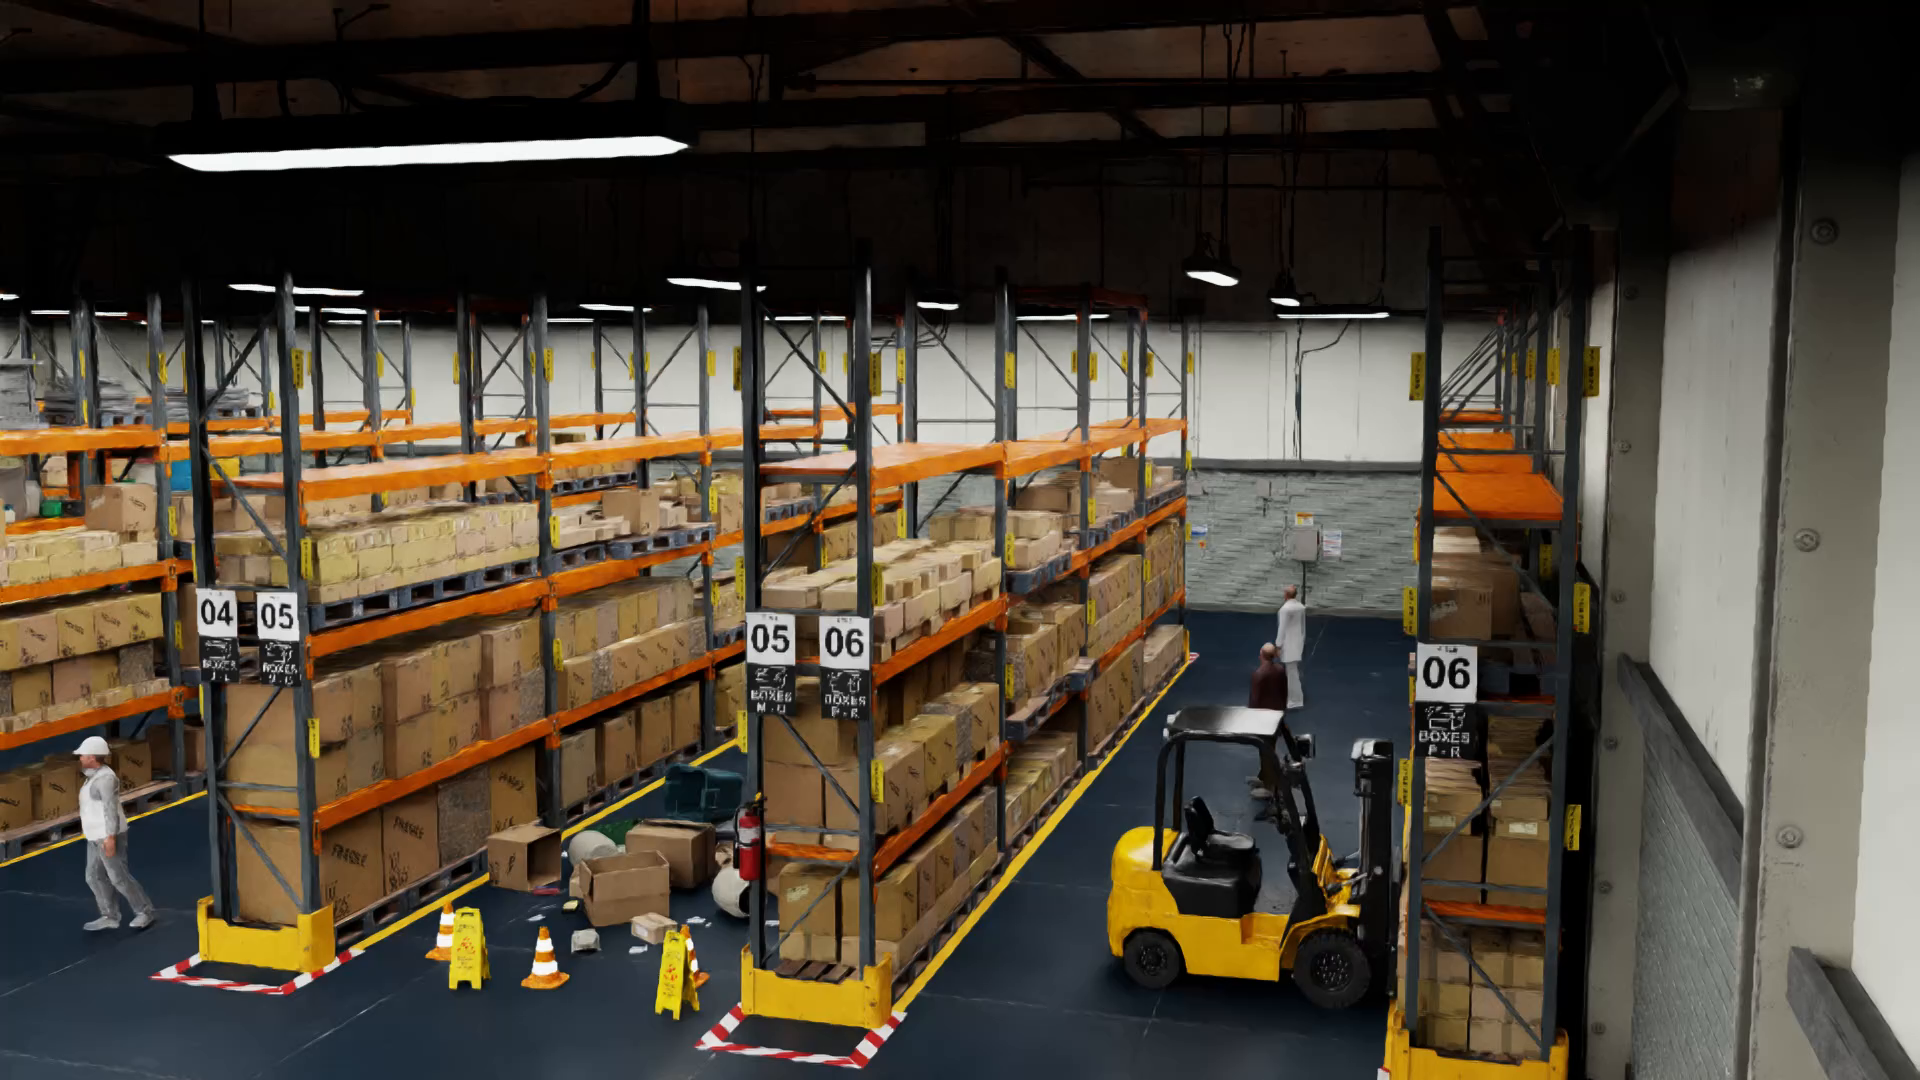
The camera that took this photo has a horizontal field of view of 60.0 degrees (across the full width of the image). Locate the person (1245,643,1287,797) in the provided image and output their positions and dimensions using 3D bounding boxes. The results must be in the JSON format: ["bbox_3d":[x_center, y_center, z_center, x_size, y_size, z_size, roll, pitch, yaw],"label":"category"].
[{"bbox_3d":[3.582,2.079,19.566,0.632,1.774,0.660,6,9,43],"label":"person"}]

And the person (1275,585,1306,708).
[{"bbox_3d":[4.816,1.535,24.423,0.647,1.773,0.690,5,8,36],"label":"person"}]

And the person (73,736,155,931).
[{"bbox_3d":[-7.616,2.627,14.966,0.563,1.759,0.572,-5,8,-37],"label":"person"}]
